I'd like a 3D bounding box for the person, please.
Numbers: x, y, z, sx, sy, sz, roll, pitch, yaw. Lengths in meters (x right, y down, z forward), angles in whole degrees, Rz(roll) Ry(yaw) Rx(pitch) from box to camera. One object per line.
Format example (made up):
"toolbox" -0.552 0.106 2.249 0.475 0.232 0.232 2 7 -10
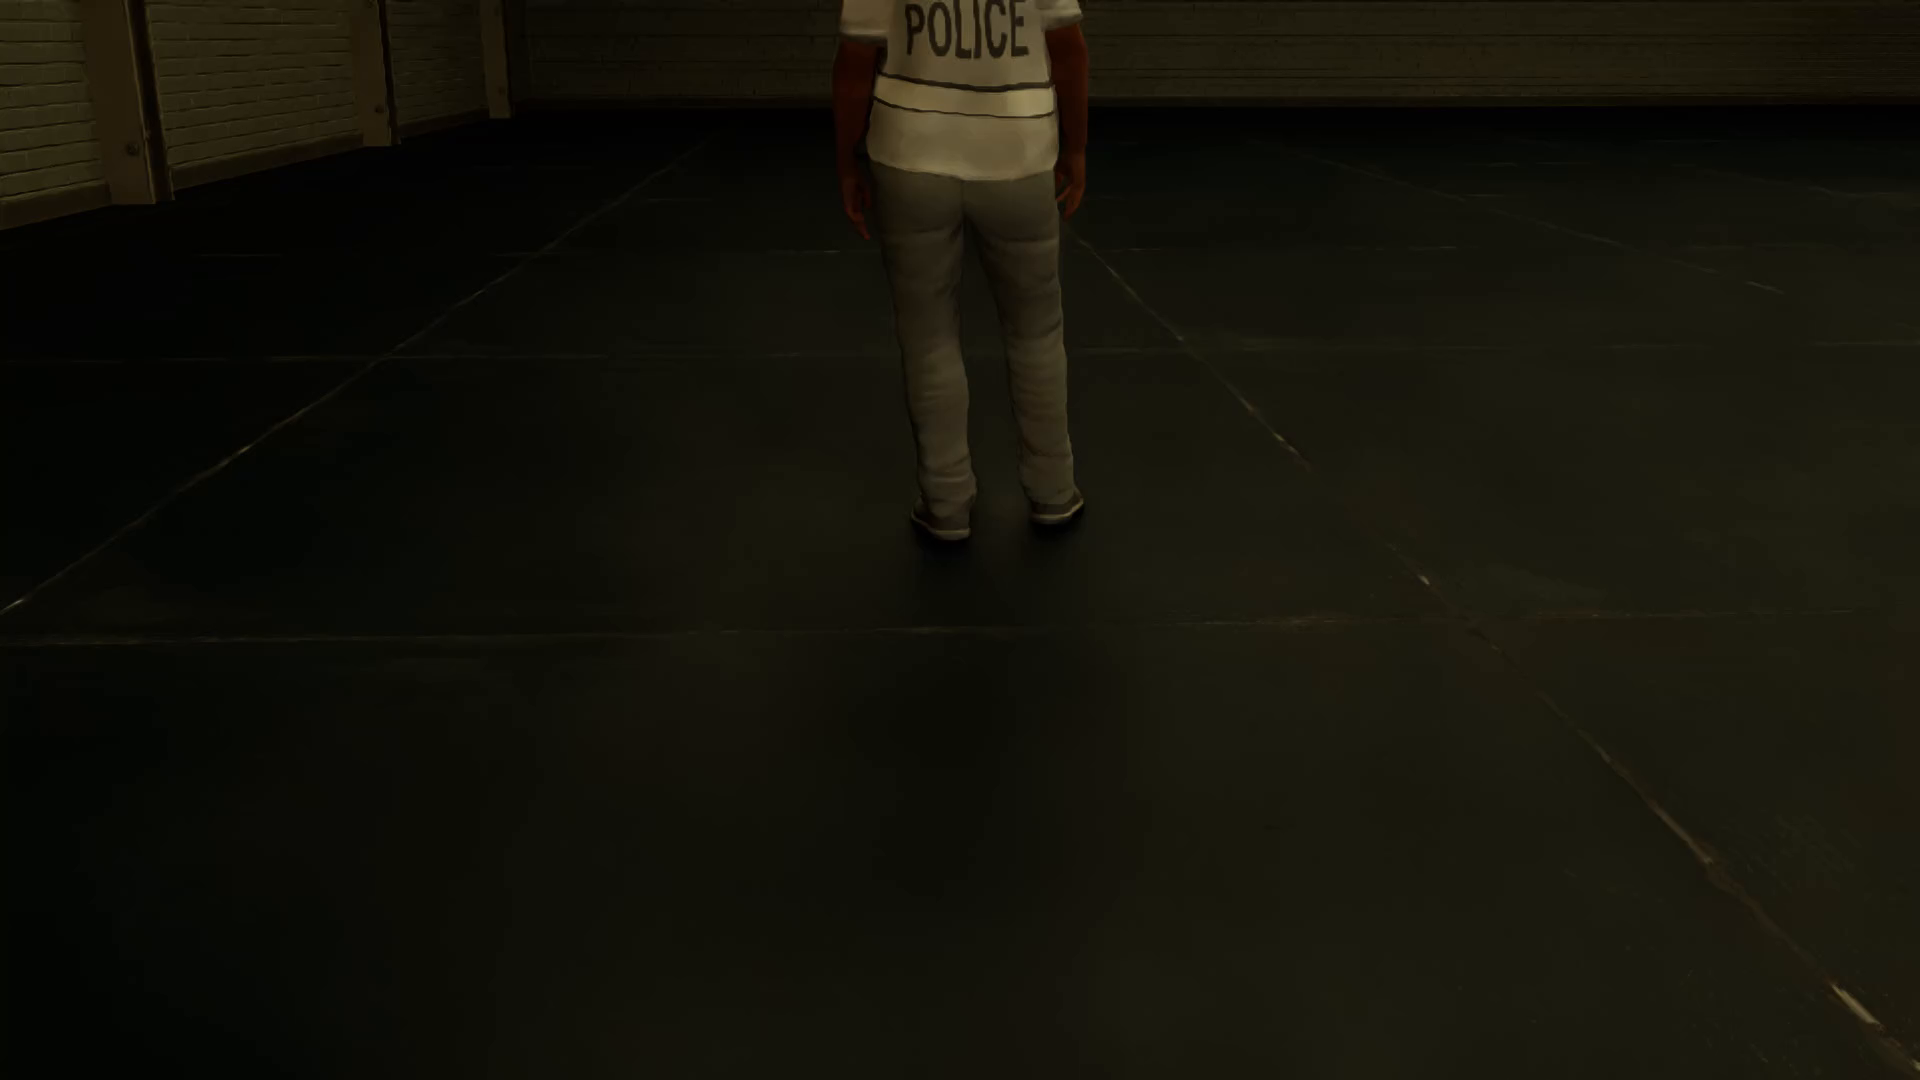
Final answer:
"person" 0.019 -0.826 3.746 0.598 1.669 0.529 -1 17 -3
